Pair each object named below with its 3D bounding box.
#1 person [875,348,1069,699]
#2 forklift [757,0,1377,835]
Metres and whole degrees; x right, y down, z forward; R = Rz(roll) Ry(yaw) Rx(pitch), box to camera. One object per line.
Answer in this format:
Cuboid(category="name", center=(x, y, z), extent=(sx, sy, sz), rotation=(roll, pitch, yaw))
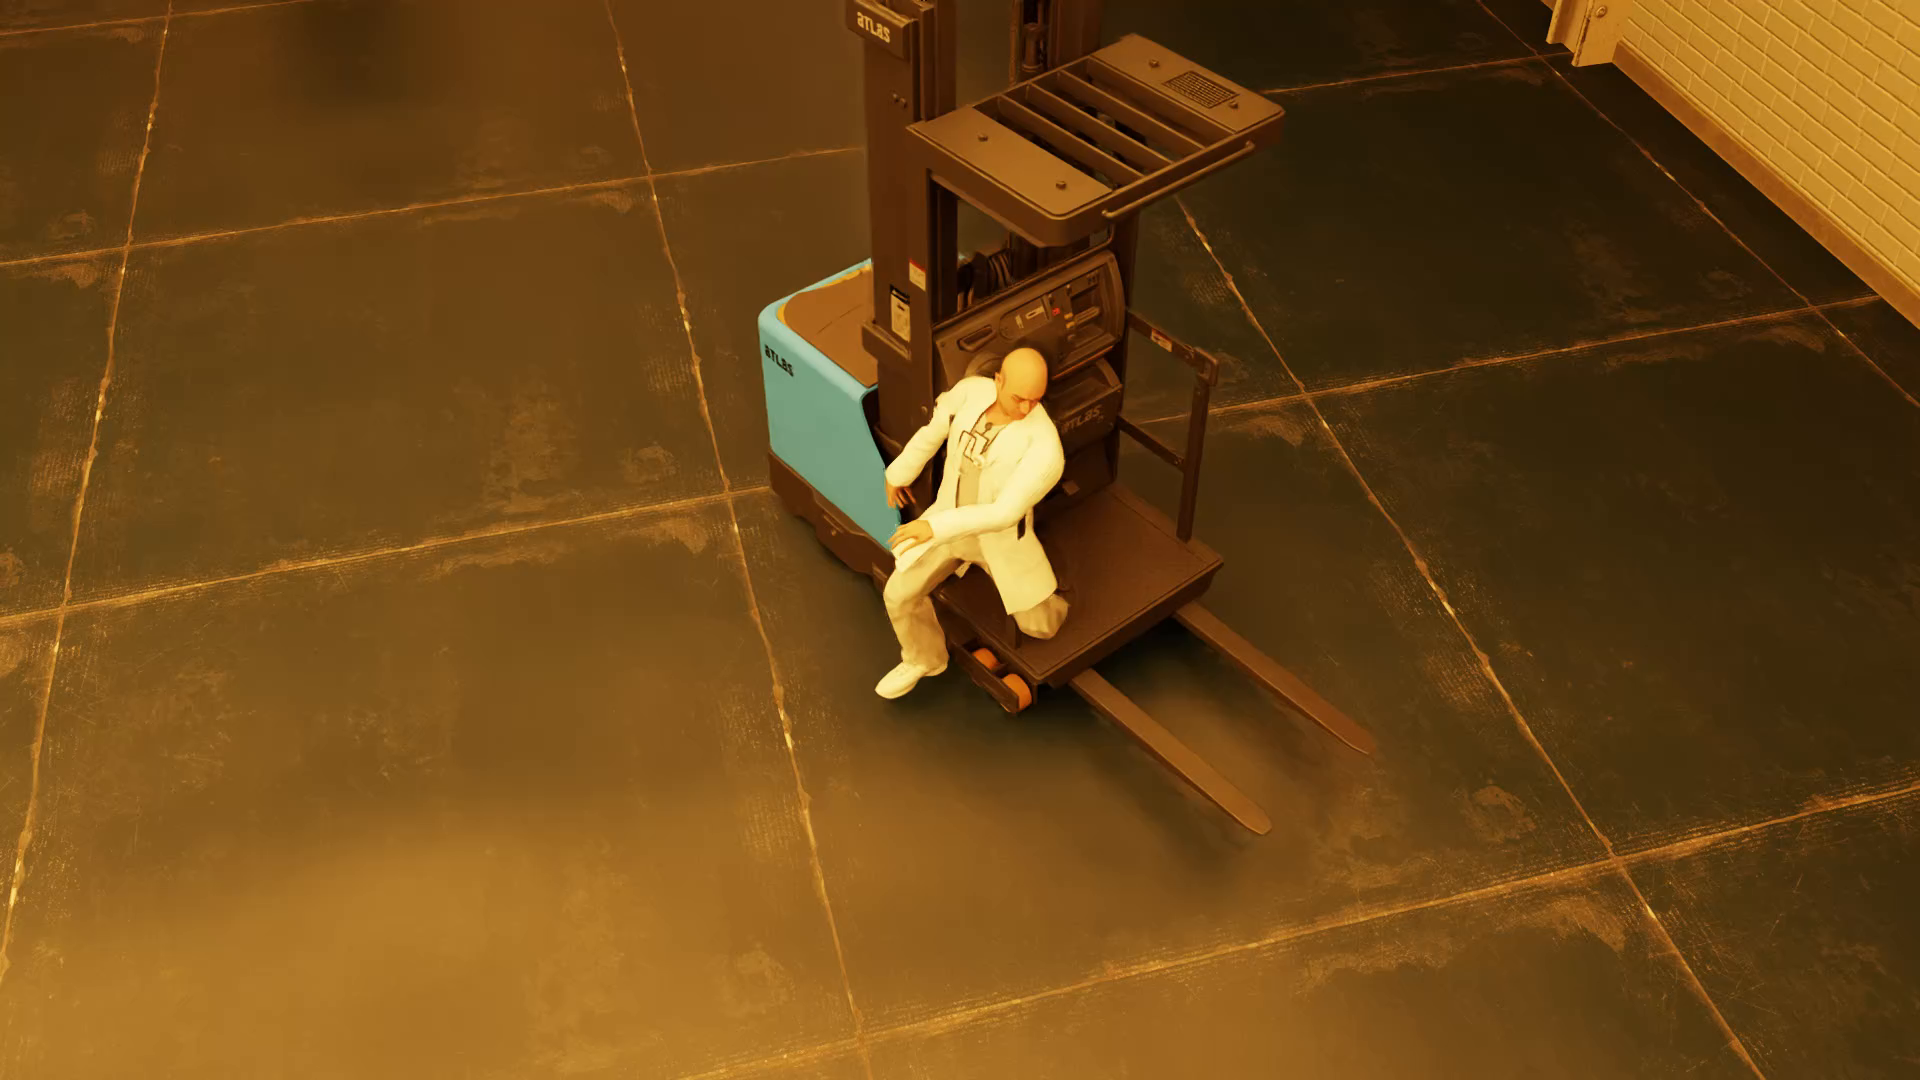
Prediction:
Cuboid(category="person", center=(0.024, -0.062, 6.544), extent=(0.798, 1.668, 0.922), rotation=(23, 48, 22))
Cuboid(category="forklift", center=(0.426, -0.732, 6.420), extent=(1.130, 2.935, 3.031), rotation=(-30, 51, -28))
